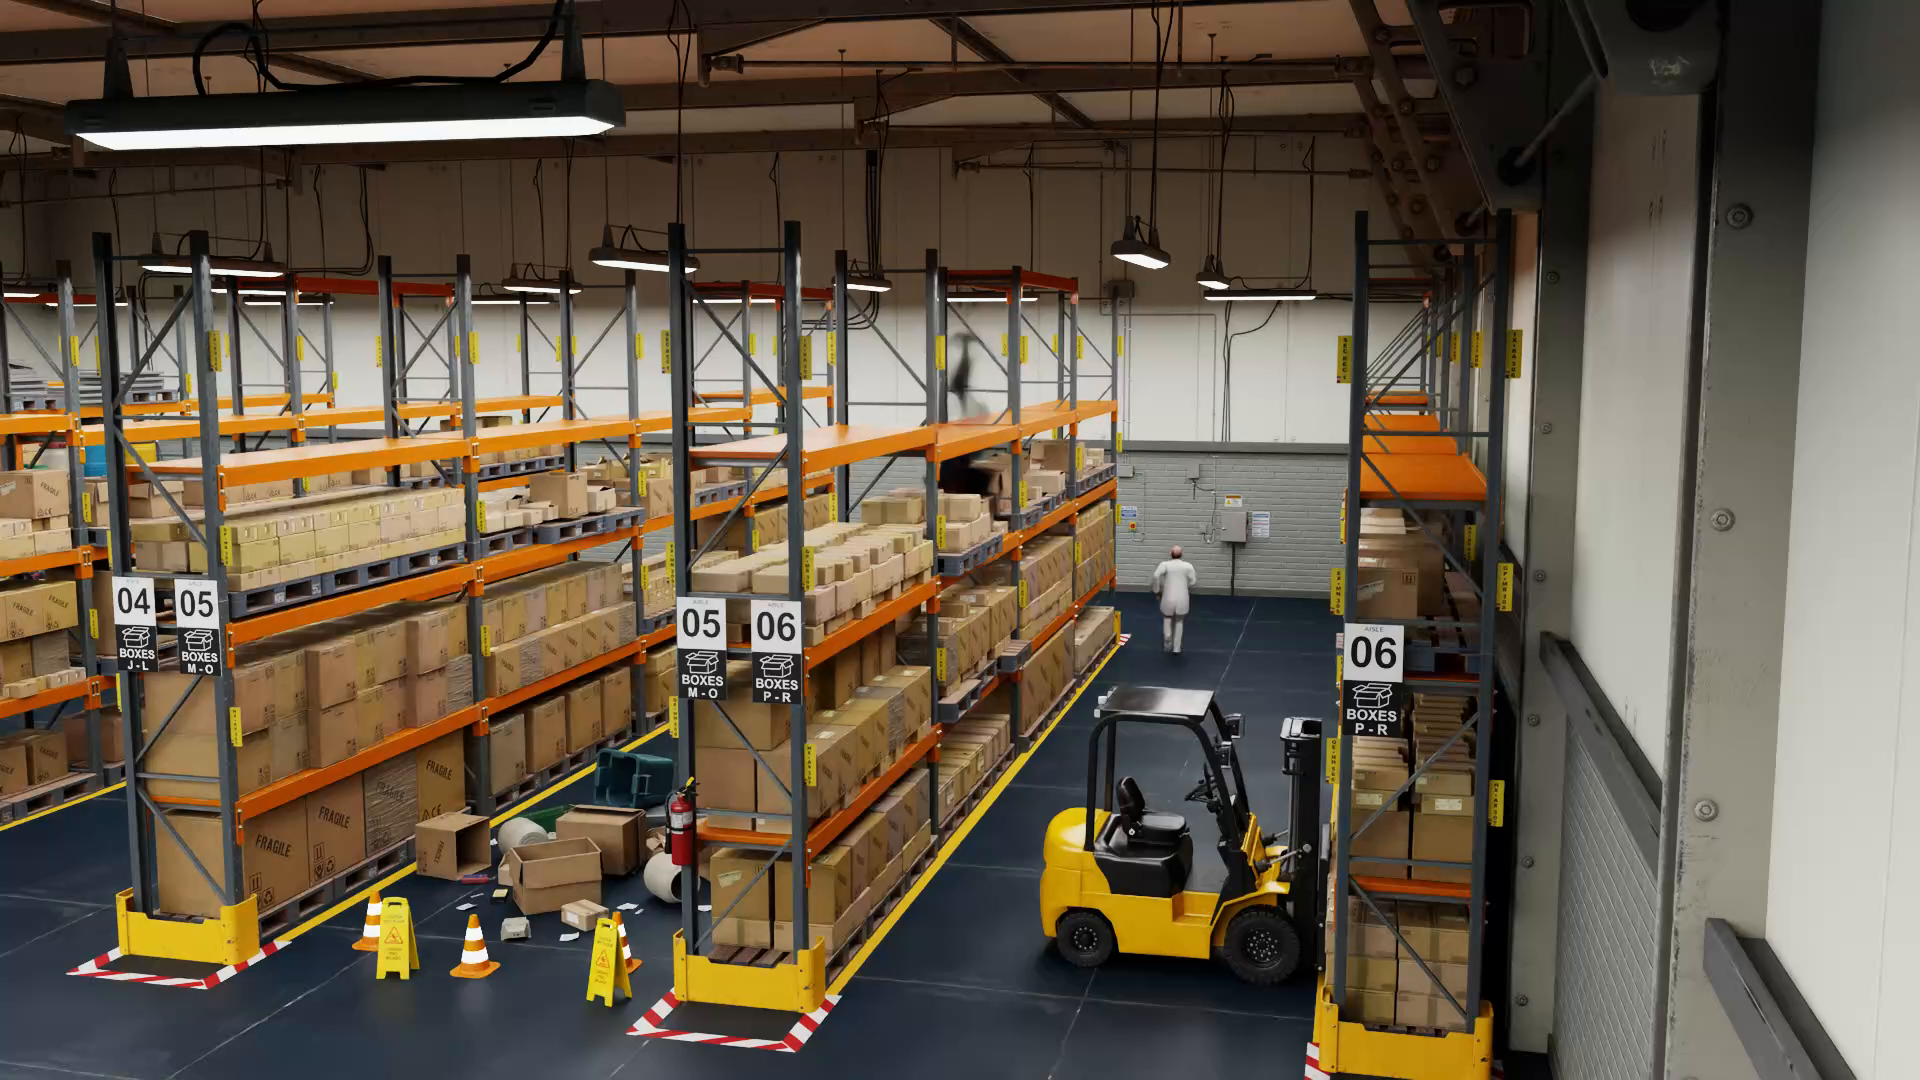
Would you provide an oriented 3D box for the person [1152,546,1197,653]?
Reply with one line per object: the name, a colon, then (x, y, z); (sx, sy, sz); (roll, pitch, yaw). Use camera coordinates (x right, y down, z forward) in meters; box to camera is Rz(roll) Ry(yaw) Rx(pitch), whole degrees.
person: (3.514, 0.971, 27.341); (0.729, 1.759, 0.677); (1, 7, 4)
